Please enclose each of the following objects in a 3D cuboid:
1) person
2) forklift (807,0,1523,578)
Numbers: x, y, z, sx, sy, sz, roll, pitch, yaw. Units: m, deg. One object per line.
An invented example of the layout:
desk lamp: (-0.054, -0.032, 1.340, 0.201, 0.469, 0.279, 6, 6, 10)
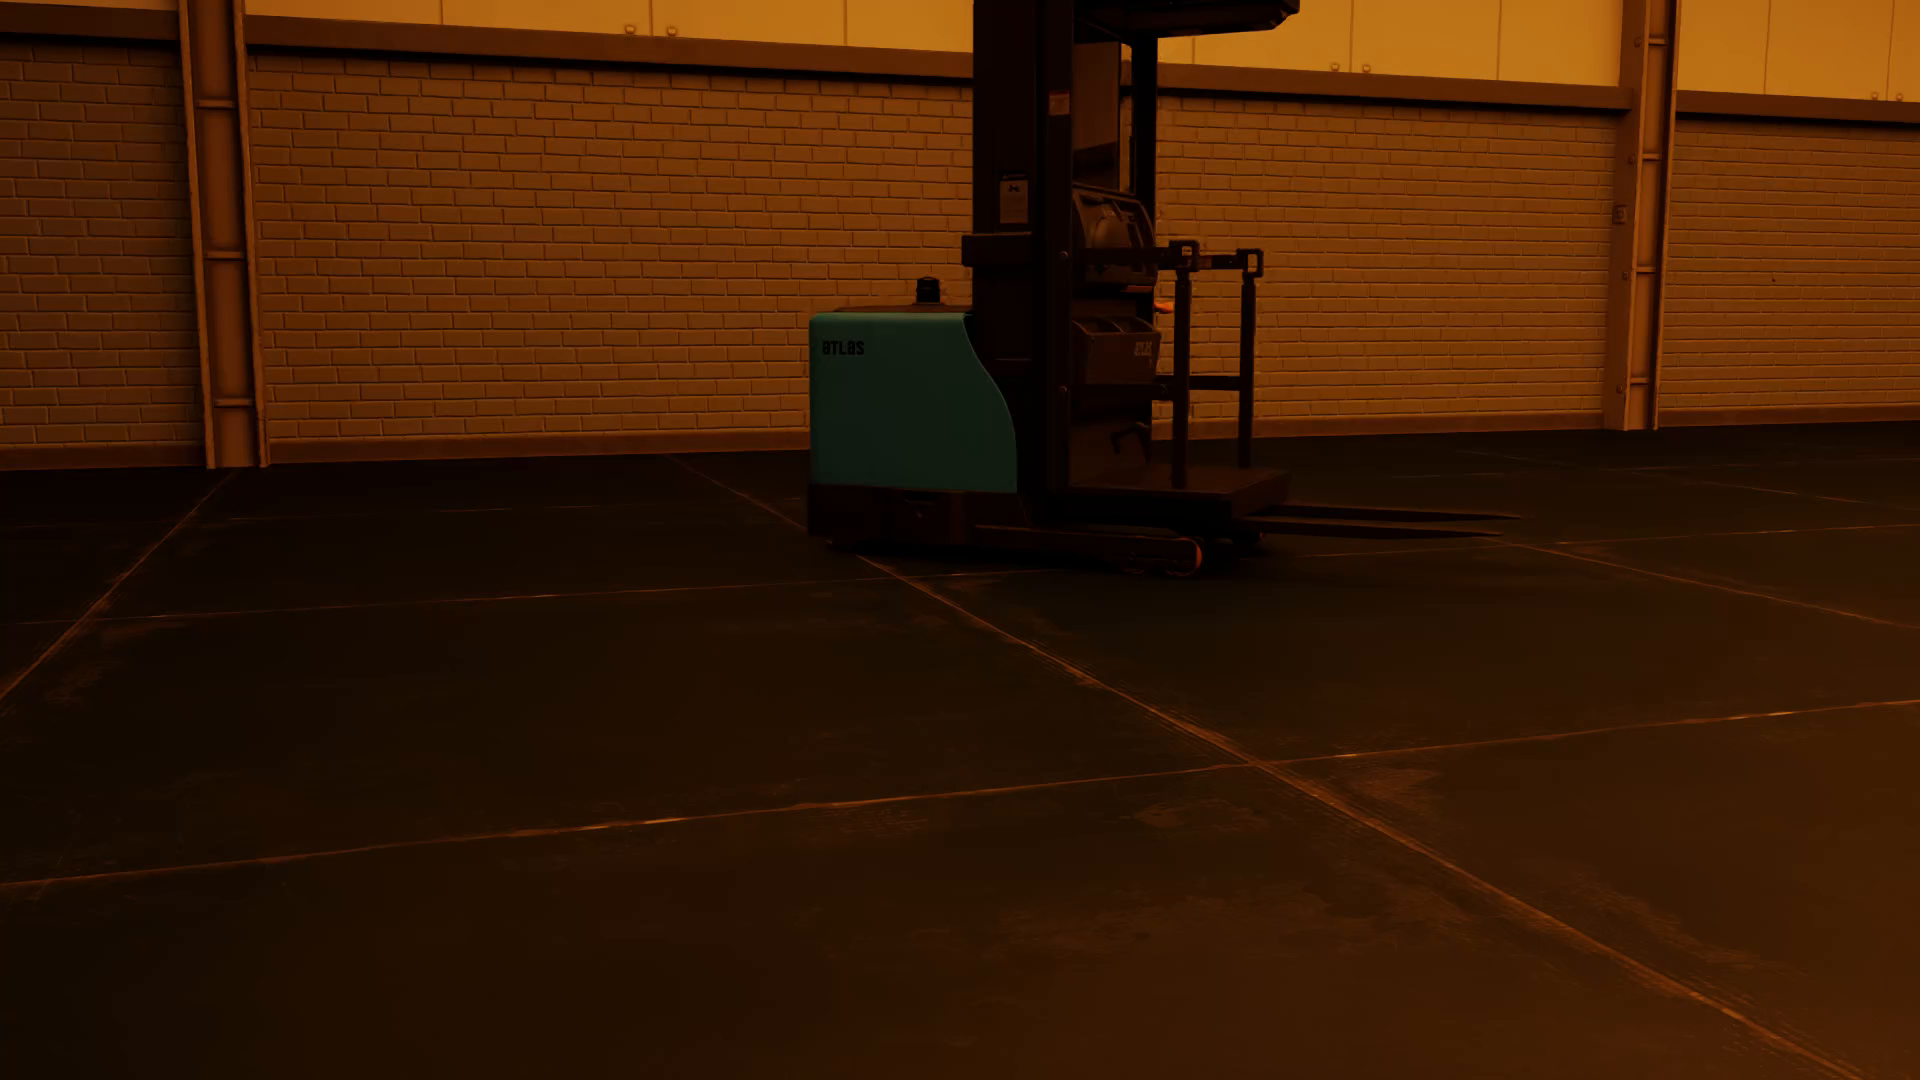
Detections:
person: (0.666, -0.836, 8.692, 0.793, 1.465, 1.562, 3, 8, 23)
forklift: (0.864, -1.380, 7.194, 3.031, 2.935, 1.130, 4, 9, 25)
